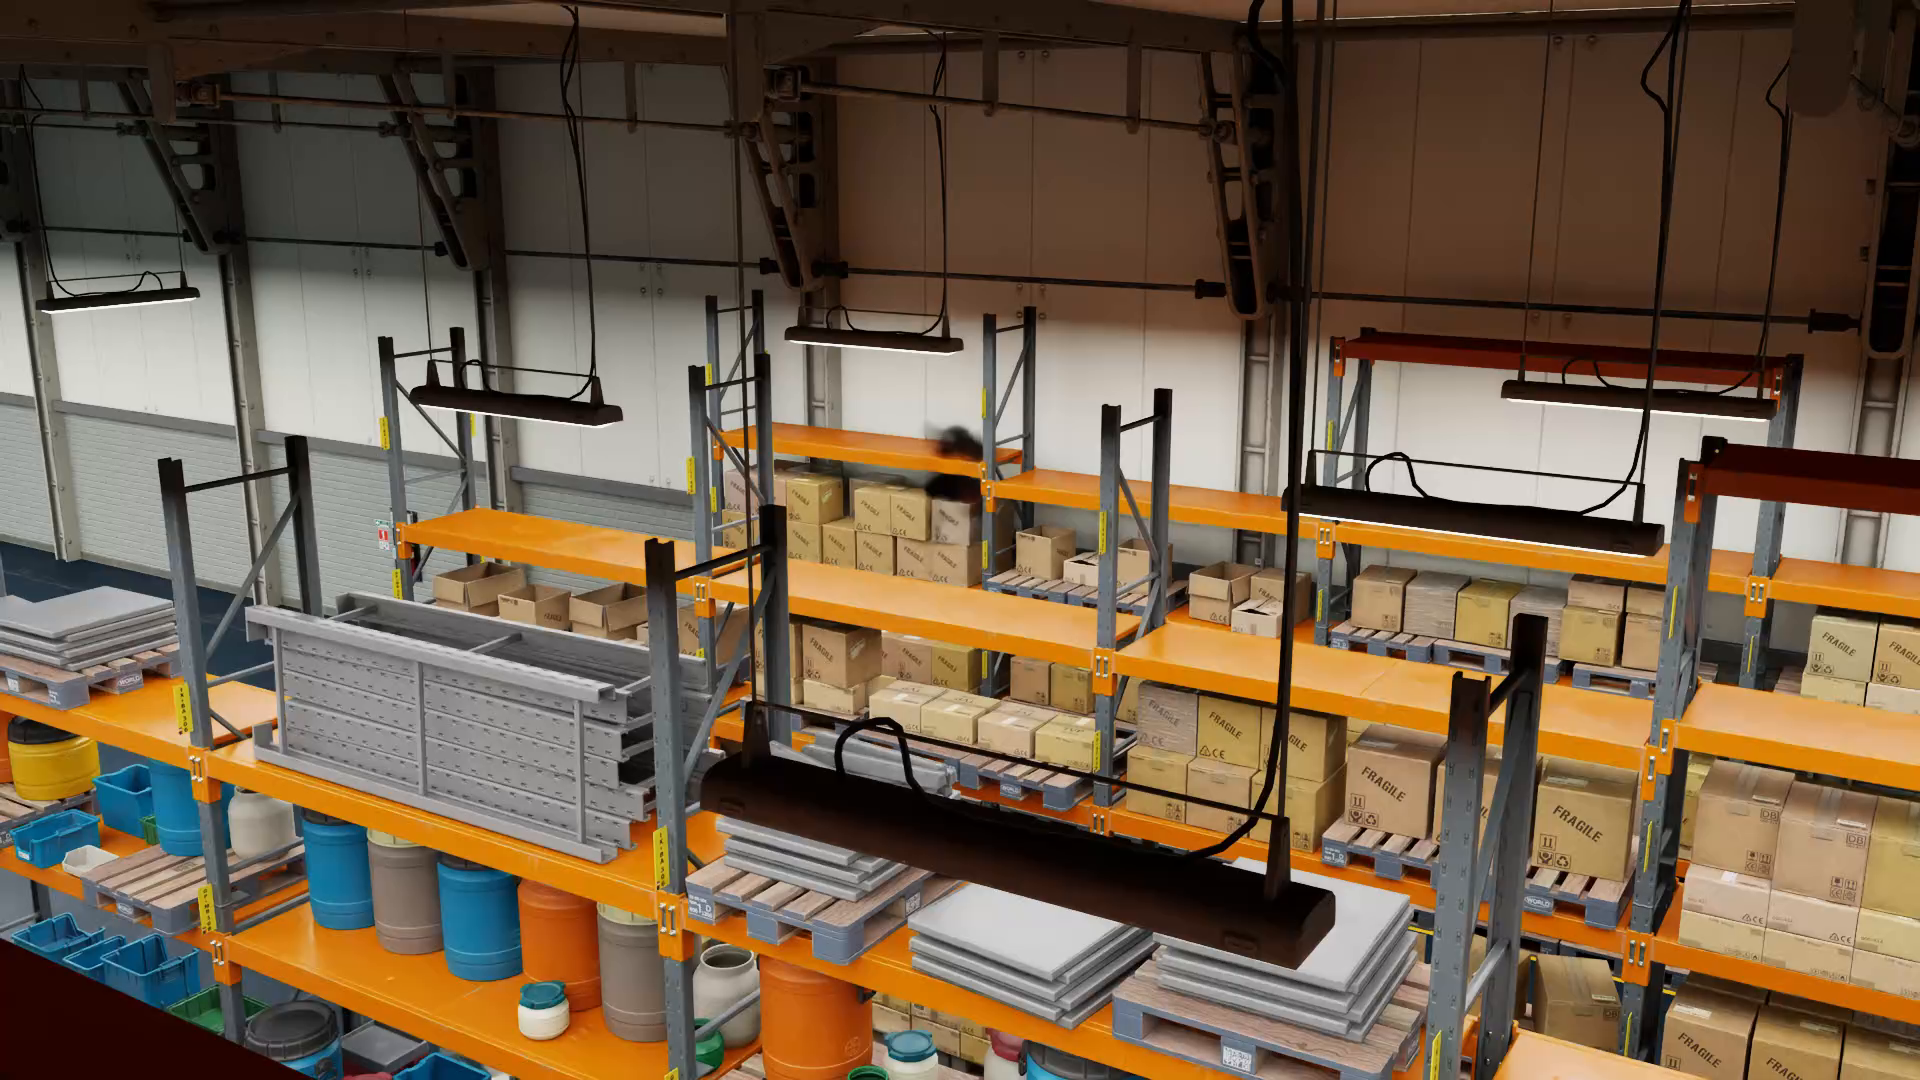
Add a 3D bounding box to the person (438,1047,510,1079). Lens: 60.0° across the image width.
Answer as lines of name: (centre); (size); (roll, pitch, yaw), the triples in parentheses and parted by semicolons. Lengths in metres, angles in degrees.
person: (-3.991, 3.938, 13.592); (0.705, 1.824, 0.632); (5, 15, 19)
